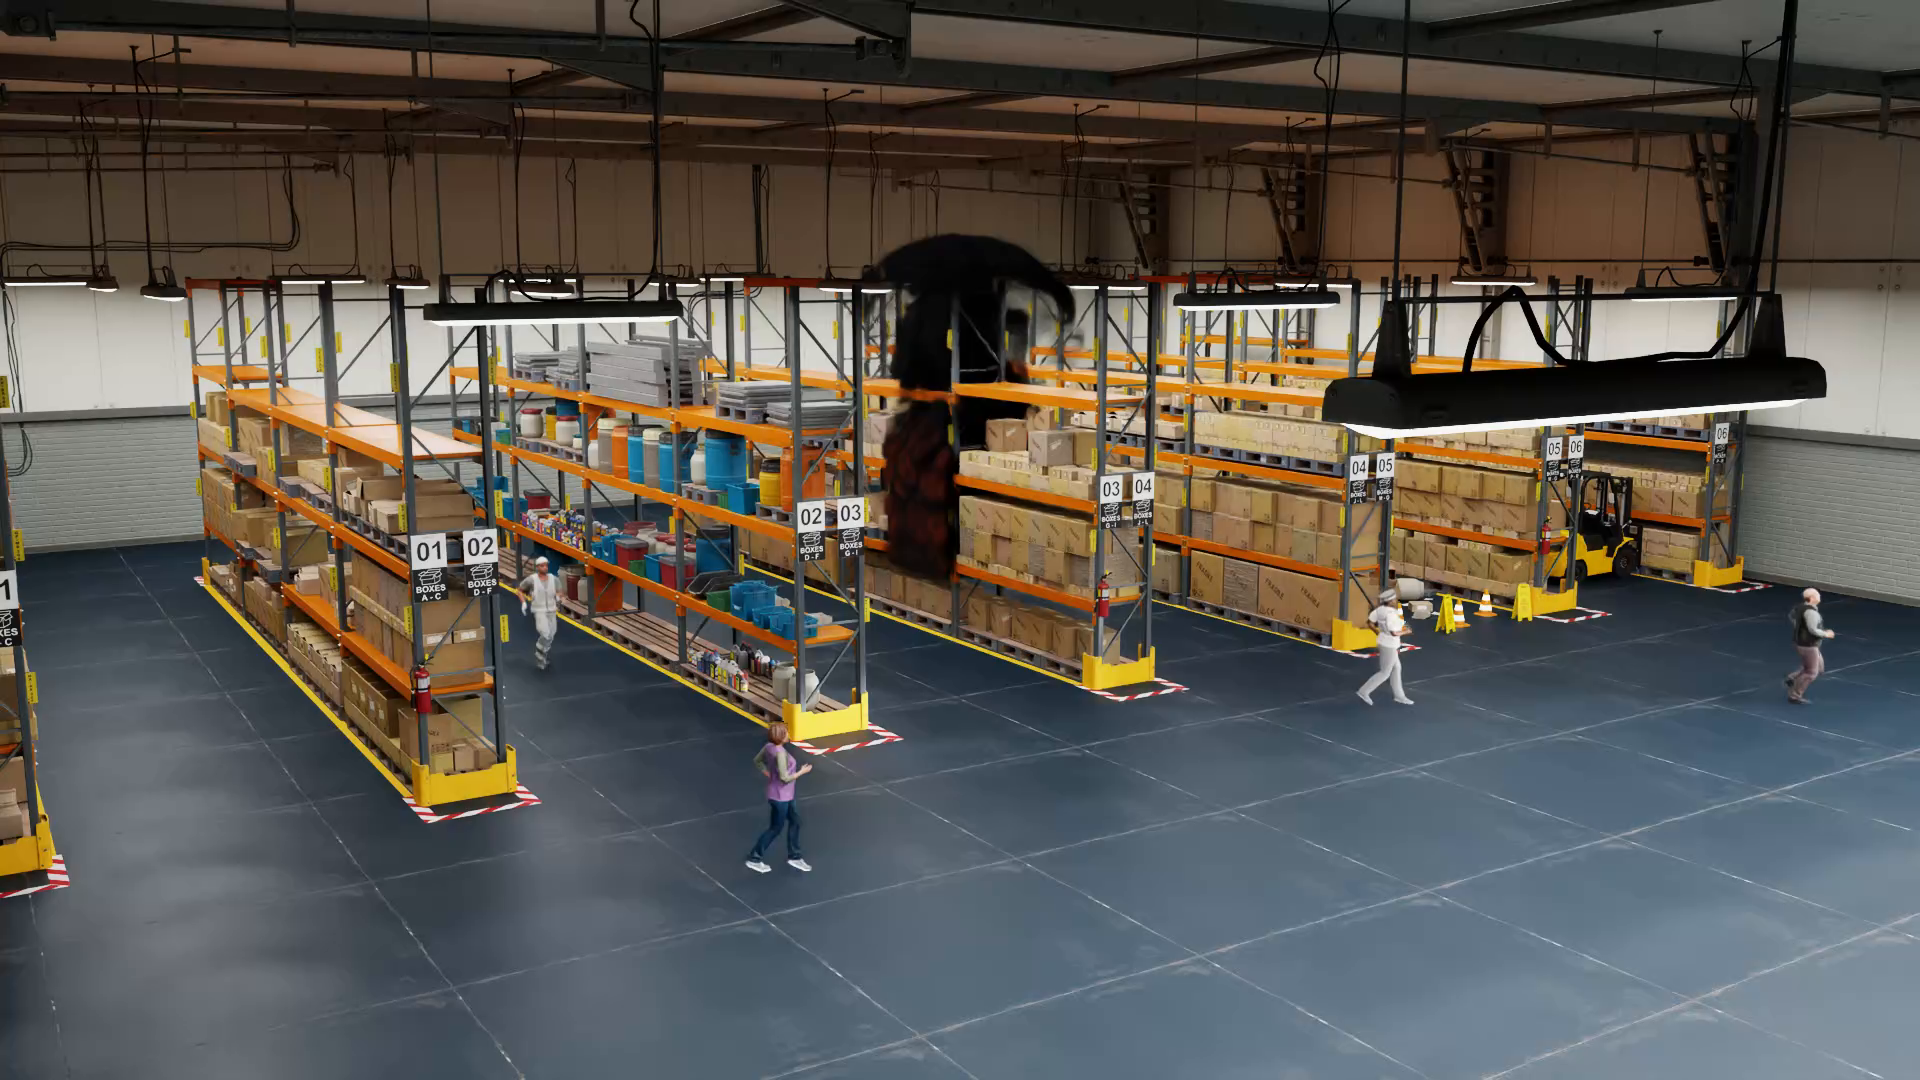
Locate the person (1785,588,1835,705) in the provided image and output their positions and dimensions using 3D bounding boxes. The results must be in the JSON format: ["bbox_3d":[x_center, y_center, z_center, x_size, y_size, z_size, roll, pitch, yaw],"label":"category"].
[{"bbox_3d":[12.219,1.520,23.876,0.555,1.690,0.708,2,10,13],"label":"person"}]

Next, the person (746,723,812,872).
[{"bbox_3d":[-1.876,2.684,17.167,0.706,1.635,0.520,-2,10,-13],"label":"person"}]

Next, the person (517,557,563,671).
[{"bbox_3d":[-6.451,1.142,25.836,0.648,1.773,0.688,-8,12,-38],"label":"person"}]

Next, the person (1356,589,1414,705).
[{"bbox_3d":[6.079,1.530,23.664,0.870,1.698,0.578,-1,10,-3],"label":"person"}]

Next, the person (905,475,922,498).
[{"bbox_3d":[-0.867,-0.560,35.992,0.707,1.768,0.969,-5,11,-27],"label":"person"}]
